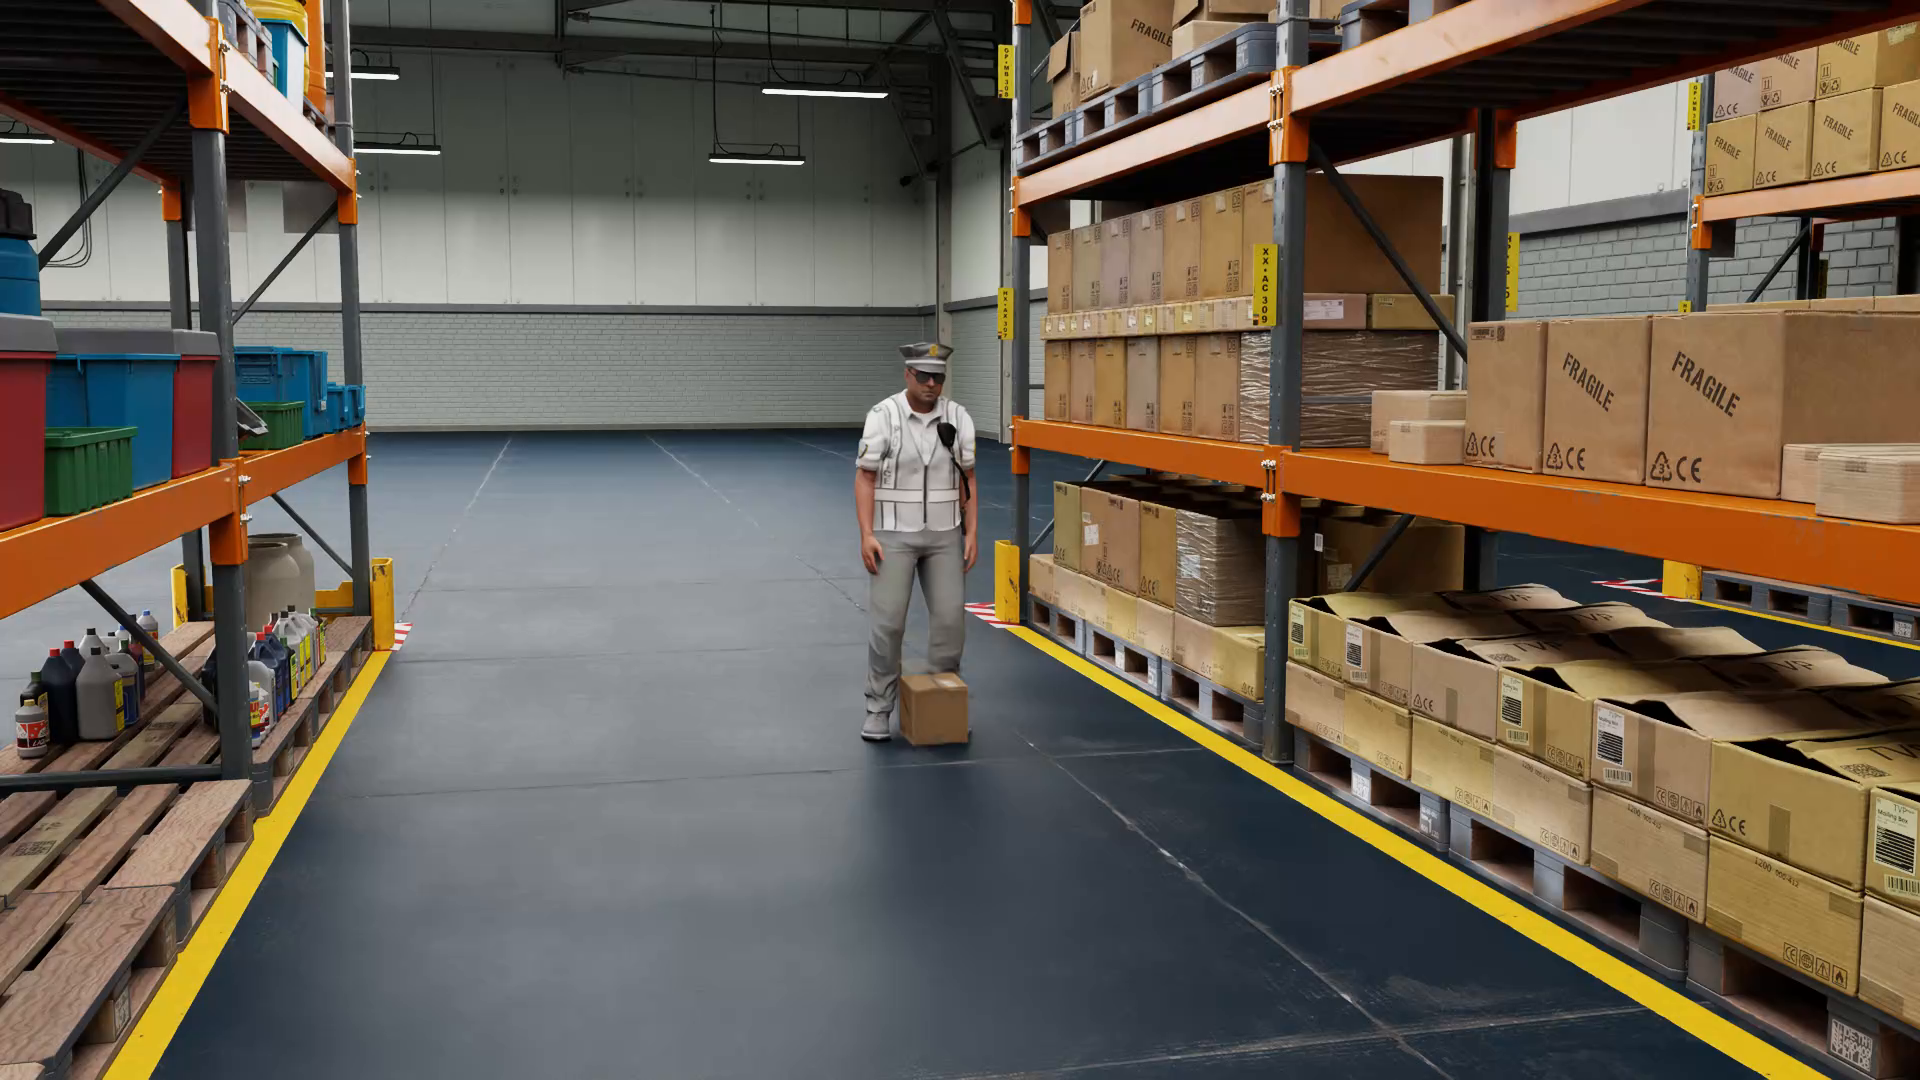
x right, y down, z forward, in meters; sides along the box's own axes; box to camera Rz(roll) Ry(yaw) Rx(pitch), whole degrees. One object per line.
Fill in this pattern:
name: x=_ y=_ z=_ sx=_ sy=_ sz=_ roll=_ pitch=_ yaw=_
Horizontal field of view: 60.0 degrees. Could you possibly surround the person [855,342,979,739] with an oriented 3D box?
person: x=-0.190 y=-0.007 z=7.474 sx=0.574 sy=1.749 sz=0.443 roll=-2 pitch=6 yaw=-16
